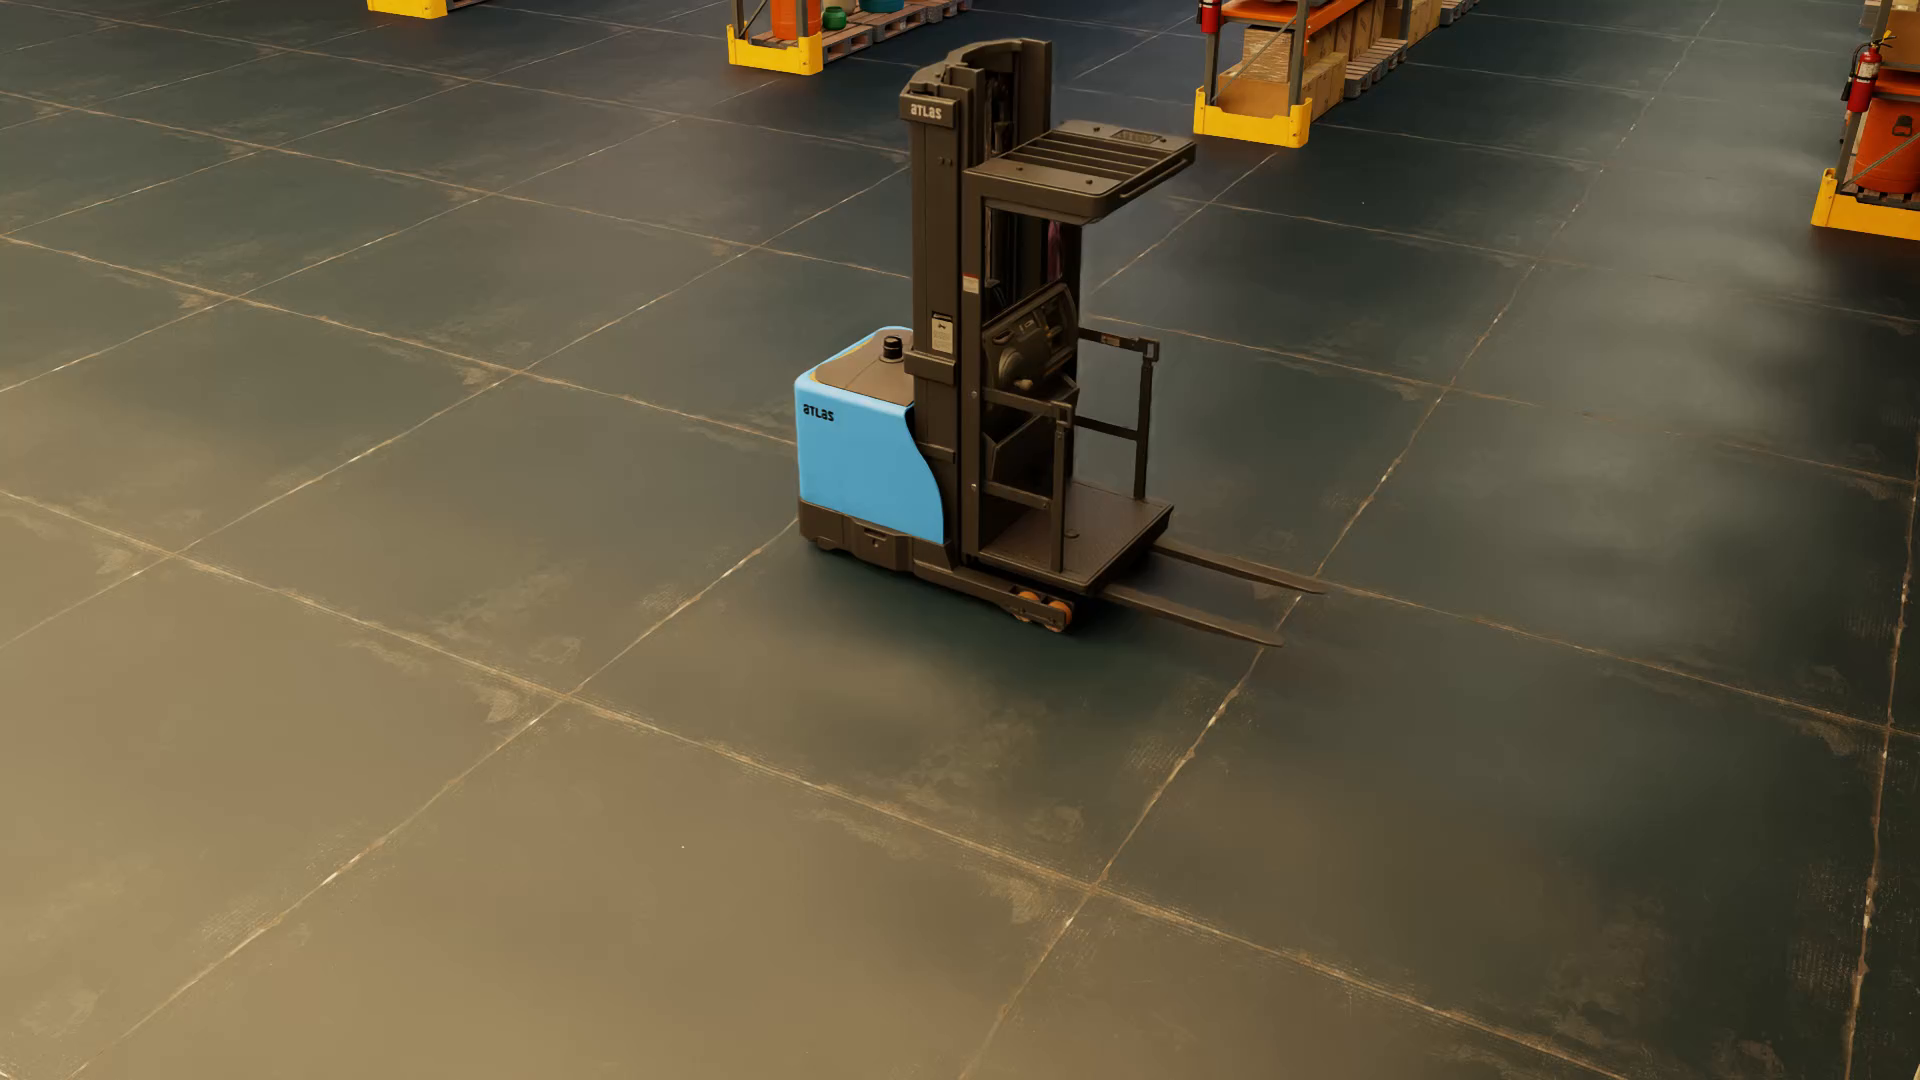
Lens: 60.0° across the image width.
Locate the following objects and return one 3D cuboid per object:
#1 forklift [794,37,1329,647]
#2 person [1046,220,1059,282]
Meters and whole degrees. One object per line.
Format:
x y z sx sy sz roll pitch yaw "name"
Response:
0.560 -1.069 8.923 3.031 2.935 1.130 17 34 27 "forklift"
0.589 -1.757 11.479 0.451 1.576 0.617 7 31 11 "person"
